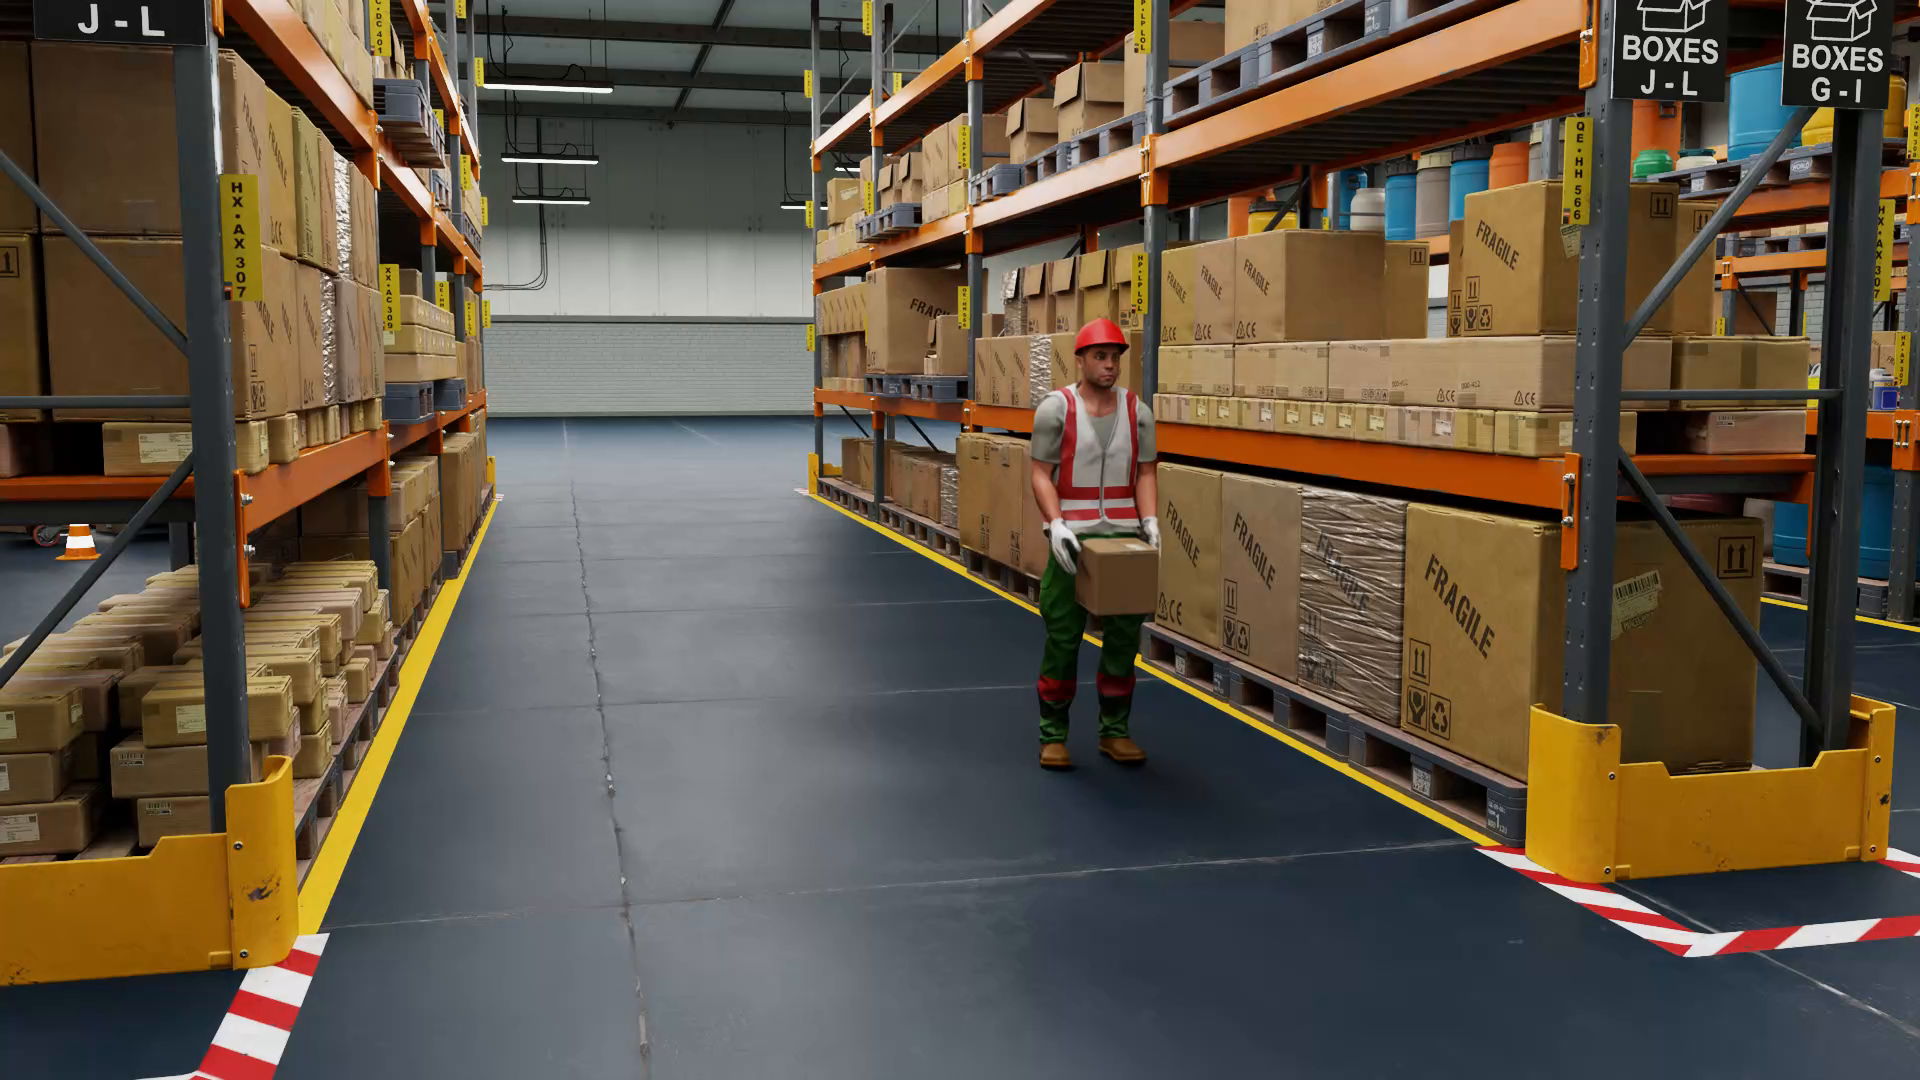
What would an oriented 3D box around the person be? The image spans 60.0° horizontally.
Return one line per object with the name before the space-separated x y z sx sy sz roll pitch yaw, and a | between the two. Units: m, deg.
person | 2.443 -0.637 12.799 7.342 1.791 11.342 -2 6 -15
